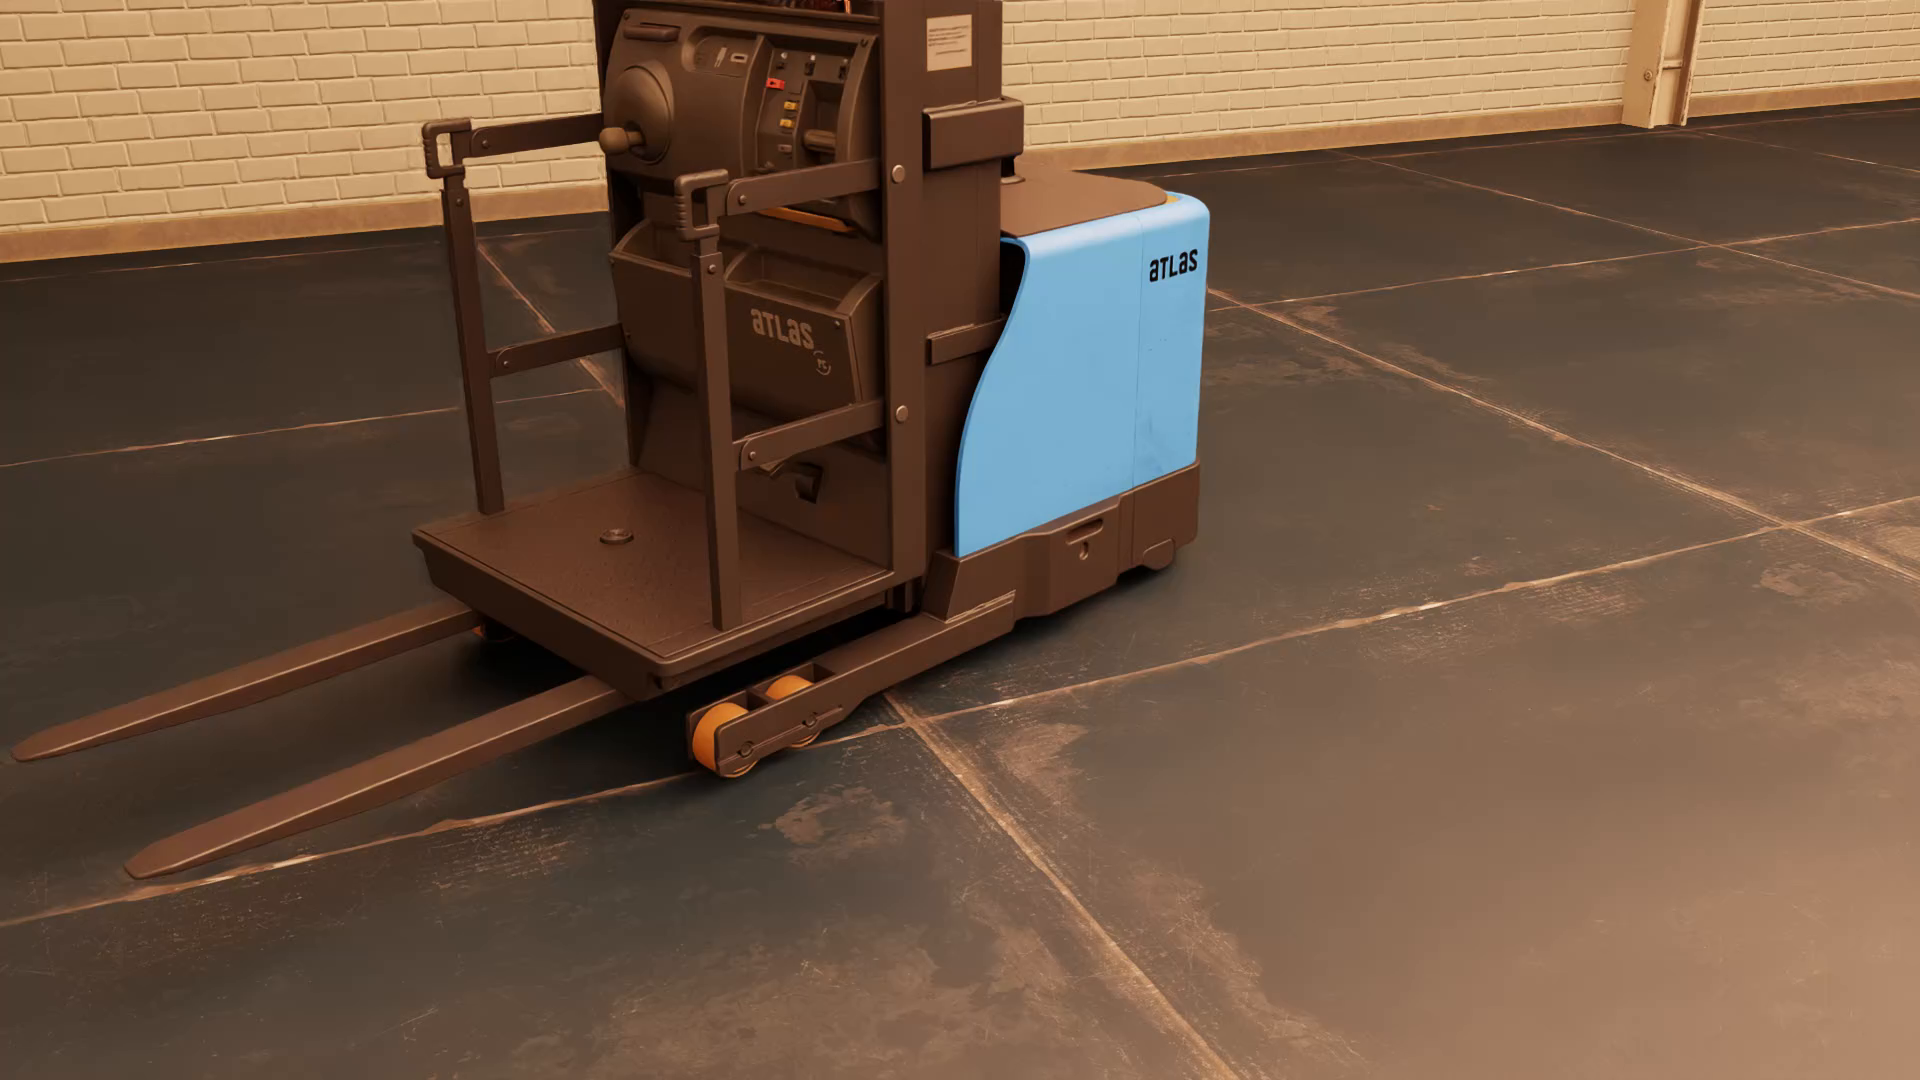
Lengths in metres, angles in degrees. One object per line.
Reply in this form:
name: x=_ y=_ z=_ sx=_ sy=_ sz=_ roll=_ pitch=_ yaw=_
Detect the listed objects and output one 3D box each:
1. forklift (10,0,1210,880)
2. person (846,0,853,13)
forklift: x=-0.685 y=-1.033 z=3.774 sx=1.130 sy=2.935 sz=3.031 roll=21 pitch=30 yaw=40
person: x=-0.460 y=-1.136 z=5.676 sx=0.478 sy=1.751 sz=0.848 roll=-7 pitch=24 yaw=-16
